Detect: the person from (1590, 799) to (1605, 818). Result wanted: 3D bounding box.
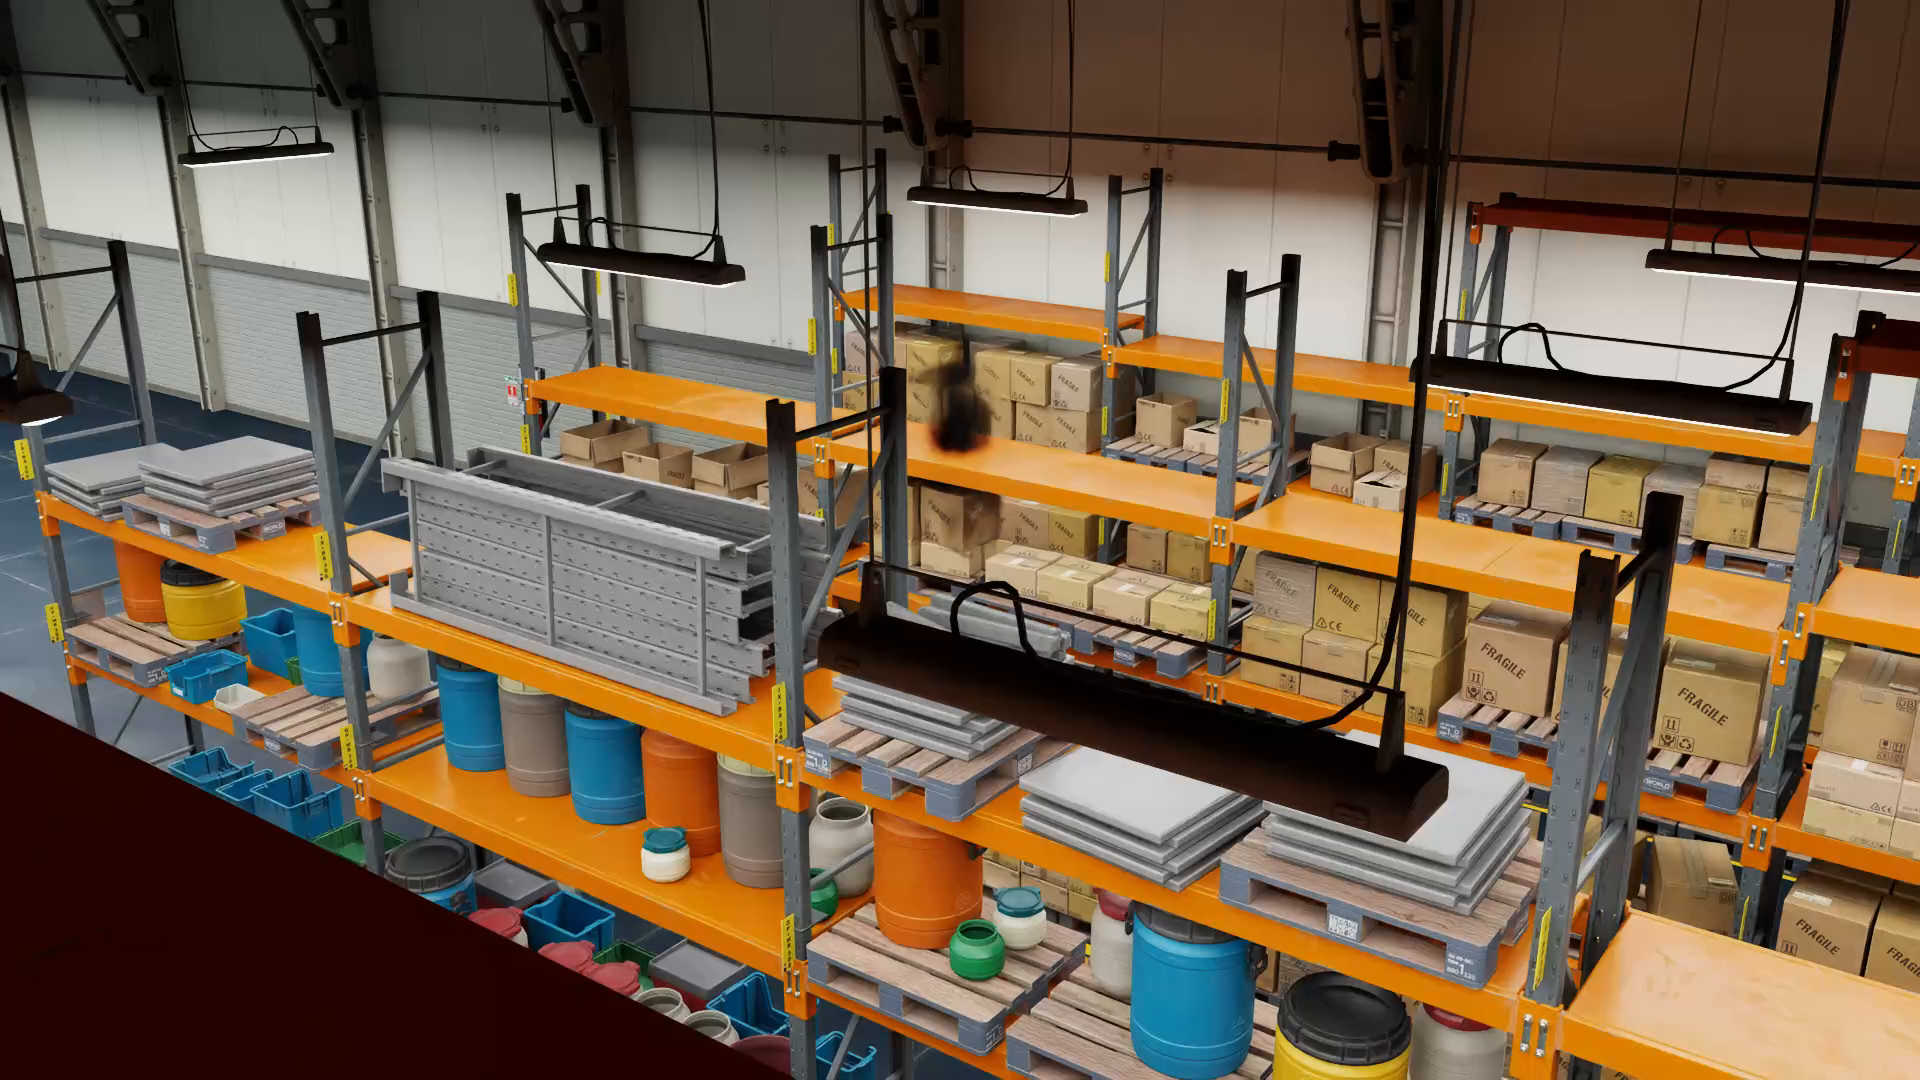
[{"bbox_3d":[5.773,2.423,15.095,0.765,1.791,0.688,8,20,22],"label":"person"}]

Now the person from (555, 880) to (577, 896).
[{"bbox_3d":[-3.464,2.779,14.263,0.609,1.705,0.669,-16,24,-40],"label":"person"}]
